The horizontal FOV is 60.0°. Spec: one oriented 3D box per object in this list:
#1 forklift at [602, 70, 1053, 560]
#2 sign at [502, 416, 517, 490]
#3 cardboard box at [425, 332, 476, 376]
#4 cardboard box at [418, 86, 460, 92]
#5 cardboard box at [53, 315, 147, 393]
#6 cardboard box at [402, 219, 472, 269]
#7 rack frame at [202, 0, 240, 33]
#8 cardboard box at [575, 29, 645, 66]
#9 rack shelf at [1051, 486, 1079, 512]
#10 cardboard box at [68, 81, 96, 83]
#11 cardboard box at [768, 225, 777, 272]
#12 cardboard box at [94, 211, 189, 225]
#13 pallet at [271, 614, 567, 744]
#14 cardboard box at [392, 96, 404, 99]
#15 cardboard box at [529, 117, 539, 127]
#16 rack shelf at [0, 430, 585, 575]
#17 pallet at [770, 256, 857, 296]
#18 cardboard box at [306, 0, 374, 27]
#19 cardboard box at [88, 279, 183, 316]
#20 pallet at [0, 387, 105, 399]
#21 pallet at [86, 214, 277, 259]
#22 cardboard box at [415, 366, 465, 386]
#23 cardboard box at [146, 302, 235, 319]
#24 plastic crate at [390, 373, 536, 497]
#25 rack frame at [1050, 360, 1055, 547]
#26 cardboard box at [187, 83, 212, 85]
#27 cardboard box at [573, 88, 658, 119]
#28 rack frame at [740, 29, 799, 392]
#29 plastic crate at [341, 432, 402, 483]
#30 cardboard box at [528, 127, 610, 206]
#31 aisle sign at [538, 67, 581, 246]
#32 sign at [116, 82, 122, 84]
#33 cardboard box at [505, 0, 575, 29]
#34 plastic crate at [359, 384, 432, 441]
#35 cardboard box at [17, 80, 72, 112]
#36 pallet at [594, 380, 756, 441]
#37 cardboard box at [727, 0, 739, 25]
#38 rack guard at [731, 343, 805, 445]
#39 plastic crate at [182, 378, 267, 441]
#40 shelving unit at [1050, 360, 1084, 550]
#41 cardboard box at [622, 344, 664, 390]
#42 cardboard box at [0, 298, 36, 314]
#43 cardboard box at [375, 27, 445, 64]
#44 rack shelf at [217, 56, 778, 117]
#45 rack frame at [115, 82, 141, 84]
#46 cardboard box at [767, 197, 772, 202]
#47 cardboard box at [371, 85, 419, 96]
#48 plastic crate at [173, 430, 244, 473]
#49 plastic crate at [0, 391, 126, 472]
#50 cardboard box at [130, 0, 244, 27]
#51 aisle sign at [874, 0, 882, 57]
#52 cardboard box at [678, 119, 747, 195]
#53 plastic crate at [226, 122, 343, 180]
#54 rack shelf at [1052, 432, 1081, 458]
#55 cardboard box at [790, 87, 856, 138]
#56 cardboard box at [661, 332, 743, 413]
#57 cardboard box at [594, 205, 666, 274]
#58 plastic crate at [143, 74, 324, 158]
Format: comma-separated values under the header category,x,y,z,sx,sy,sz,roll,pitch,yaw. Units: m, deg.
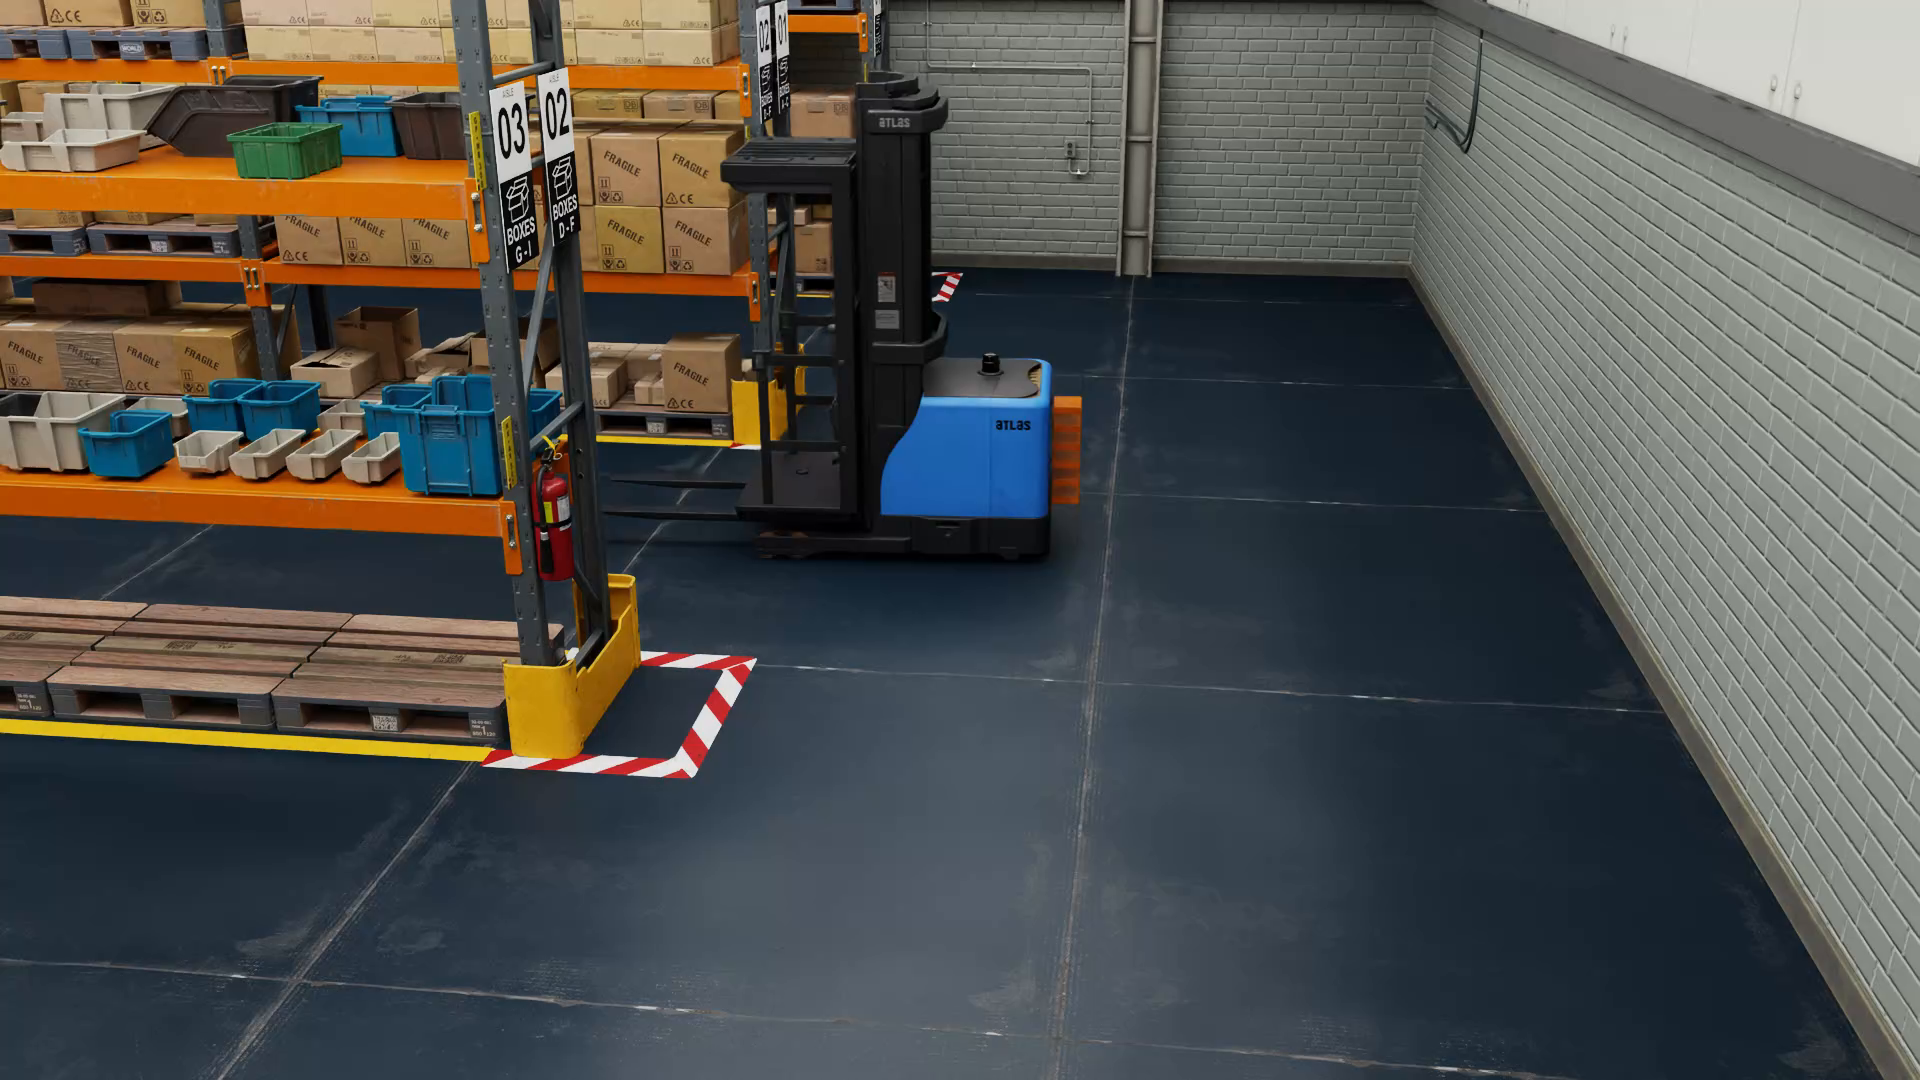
category,x,y,z,sx,sy,sz,roll,pitch,yaw
forklift,-0.917,-1.433,10.577,3.031,2.935,1.130,1,22,4
sign,-2.073,-0.401,7.653,0.005,0.325,0.100,2,22,6
cardboard box,-4.066,-1.509,13.735,0.500,0.311,0.500,2,22,6
cardboard box,-5.324,-4.787,17.380,0.500,0.250,0.500,3,22,8
cardboard box,-6.921,-1.513,13.489,0.500,0.500,0.500,3,22,7
cardboard box,-3.930,-2.390,12.768,0.500,0.500,0.500,2,22,6
rack frame,-5.410,-5.298,12.101,0.127,3.000,1.000,2,22,6
cardboard box,-2.474,-3.612,12.120,0.500,0.250,0.500,2,22,6
rack shelf,0.683,-0.277,10.782,0.180,0.103,0.258,1,22,4
cardboard box,-9.470,-5.055,18.030,0.250,0.149,0.380,-1,22,-3
cardboard box,-2.062,-3.192,17.763,0.500,0.500,0.700,2,22,6
cardboard box,-6.544,-2.859,13.384,0.500,0.500,0.700,6,22,15
pallet,-2.839,0.720,8.831,1.213,0.211,1.003,2,22,6
cardboard box,-5.826,-4.457,17.567,0.500,0.500,0.500,3,22,7
cardboard box,-3.368,-3.027,13.021,0.500,0.500,0.500,2,22,6
rack shelf,-4.010,-0.279,8.544,4.000,0.370,1.077,2,22,6
pallet,-1.661,-2.853,17.870,1.213,0.211,1.003,2,22,6
cardboard box,-4.459,-3.933,12.253,0.500,0.250,0.500,2,22,6
cardboard box,-6.854,-2.052,13.832,0.500,0.250,0.500,3,22,6
pallet,-7.437,-1.285,13.902,1.213,0.211,1.003,2,22,6
pallet,-6.190,-2.493,13.428,1.213,0.211,1.003,2,22,6
cardboard box,-4.158,-1.264,13.313,0.250,0.166,0.380,2,22,6
cardboard box,-6.392,-1.679,13.909,0.500,0.500,0.500,3,22,7
plastic crate,-2.379,-0.517,8.039,0.499,0.435,0.616,2,22,6
rack frame,0.592,-0.544,10.683,0.006,1.200,0.240,1,22,4
cardboard box,-7.848,-4.896,17.657,0.500,0.250,0.500,2,22,6
cardboard box,-3.569,-4.393,17.565,0.700,0.700,0.980,2,22,5
rack frame,-1.437,-2.335,12.766,0.127,3.000,1.000,2,22,6
plastic crate,-2.855,-0.401,8.152,0.243,0.136,0.396,2,22,6
cardboard box,-2.929,-2.808,12.466,0.500,0.500,0.500,3,22,8
aisle sign,-1.918,-1.841,7.981,0.004,0.787,0.394,2,22,6
sign,-8.857,-4.793,17.517,0.005,0.325,0.100,2,22,6
cardboard box,-2.970,-3.866,12.084,0.500,0.250,0.500,2,22,6
plastic crate,-2.884,-0.636,8.615,0.300,0.233,0.416,2,22,6
cardboard box,-9.829,-4.772,18.196,0.500,0.500,0.700,0,22,1
pallet,-2.305,-1.076,13.374,1.213,0.211,1.003,2,22,6
cardboard box,-1.917,-4.010,12.447,0.500,0.250,0.500,2,22,6
rack guard,-1.513,-1.176,13.234,0.348,0.500,1.175,2,22,6
plastic crate,-3.836,-0.678,8.720,0.300,0.233,0.416,2,22,6
shelving unit,0.683,-0.541,10.677,0.189,1.200,0.258,1,22,4
cardboard box,-2.441,-1.410,13.567,0.500,0.250,0.500,2,22,6
cardboard box,-7.912,-1.746,14.078,0.500,0.500,0.500,2,22,4
cardboard box,-3.964,-3.677,12.284,0.500,0.250,0.500,2,22,6
rack shelf,-3.424,-3.482,12.566,4.000,0.370,1.077,2,22,6
rack frame,-8.803,-4.490,18.217,0.127,3.000,1.000,2,22,6
cardboard box,-2.169,-3.572,17.842,0.250,0.149,0.380,3,22,7
cardboard box,-5.831,-4.812,17.444,0.500,0.250,0.500,3,22,7
plastic crate,-3.717,-0.428,8.220,0.250,0.136,0.298,2,22,6
plastic crate,-4.502,-0.539,8.304,0.530,0.282,0.437,2,22,6
cardboard box,-5.901,-4.240,12.662,0.600,0.600,0.600,0,22,1
aisle sign,-0.822,-5.240,16.579,0.004,0.787,0.394,2,22,6
cardboard box,-1.847,-2.962,12.856,0.500,0.500,0.500,3,22,8
plastic crate,-3.037,-1.762,7.524,0.336,0.188,0.450,2,22,6
rack shelf,0.683,-0.612,10.650,0.180,0.103,0.258,1,22,4
cardboard box,-1.366,-4.302,17.333,0.700,0.700,0.980,3,22,9
cardboard box,-2.006,-1.311,12.977,0.500,0.500,0.500,2,22,6
cardboard box,-2.430,-2.323,12.599,0.500,0.500,0.500,3,22,7
plastic crate,-3.509,-2.059,8.073,0.767,0.338,0.504,2,22,6
